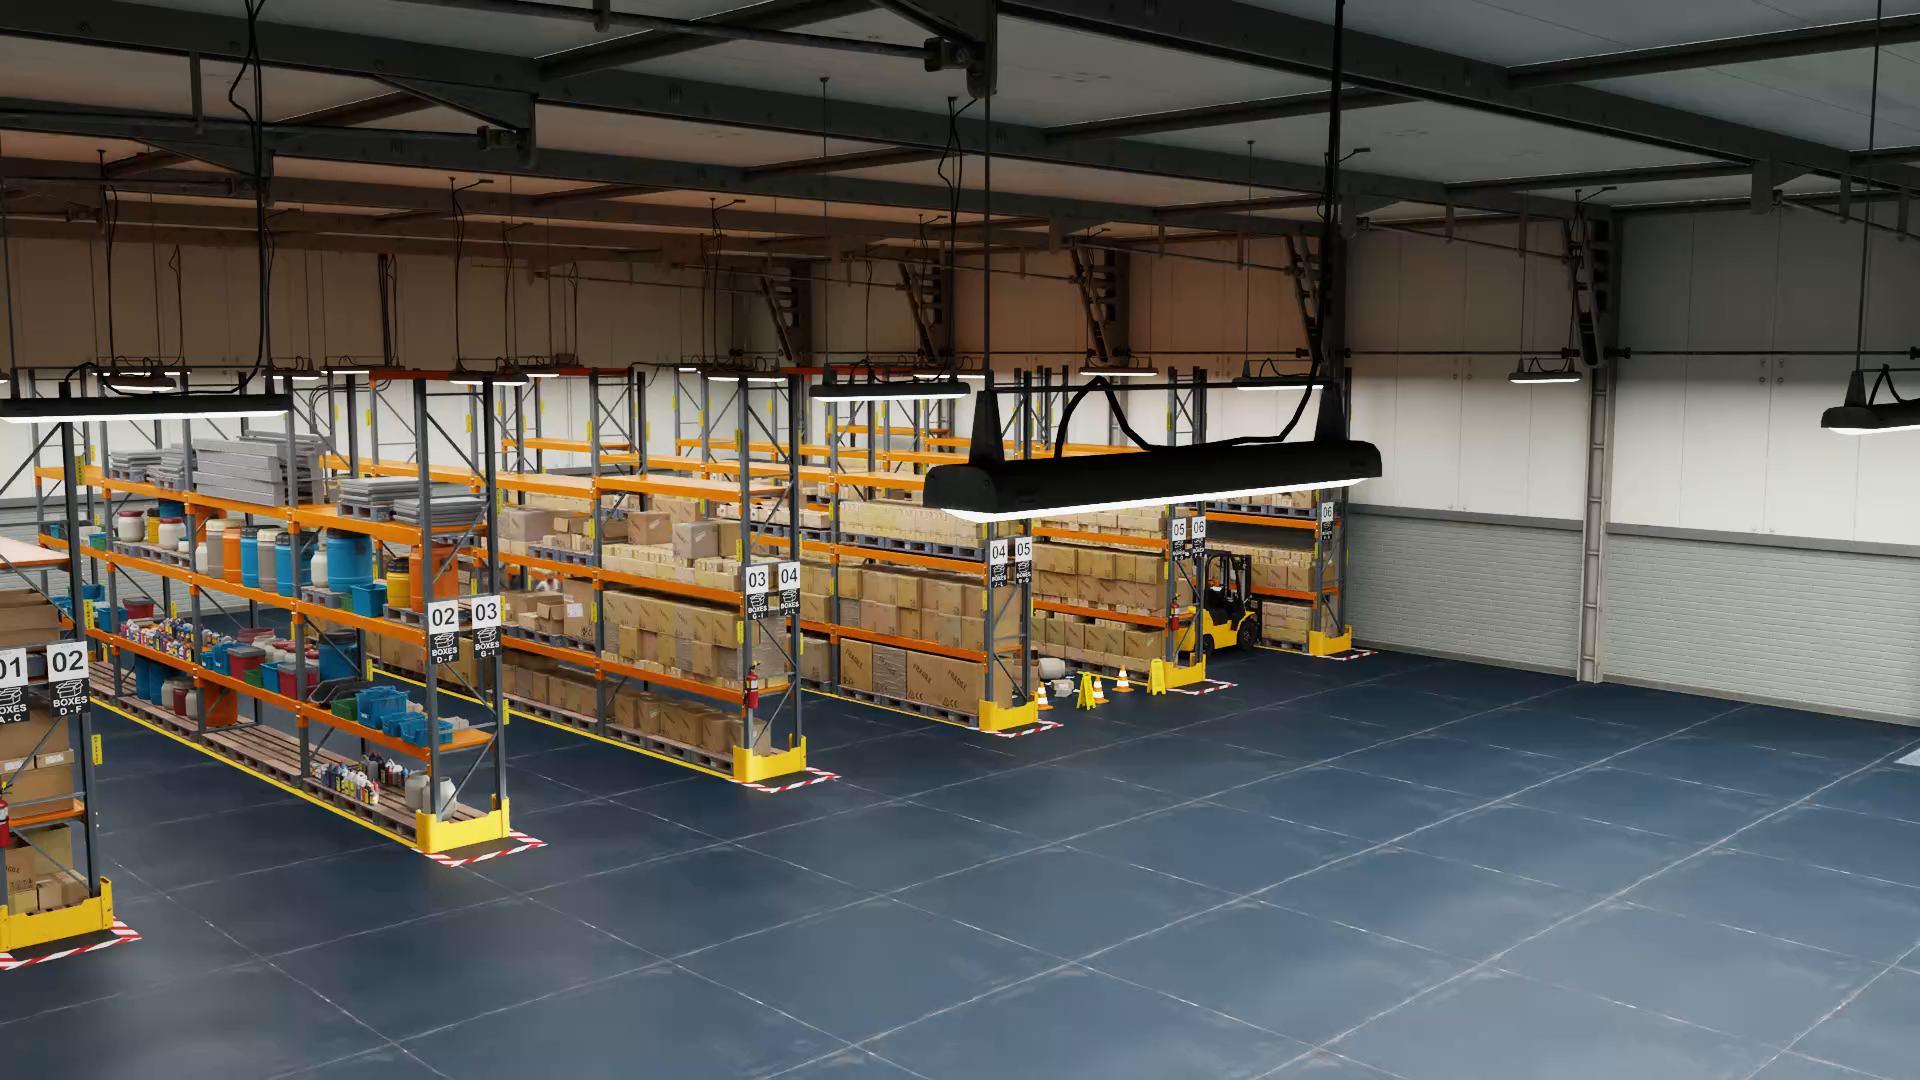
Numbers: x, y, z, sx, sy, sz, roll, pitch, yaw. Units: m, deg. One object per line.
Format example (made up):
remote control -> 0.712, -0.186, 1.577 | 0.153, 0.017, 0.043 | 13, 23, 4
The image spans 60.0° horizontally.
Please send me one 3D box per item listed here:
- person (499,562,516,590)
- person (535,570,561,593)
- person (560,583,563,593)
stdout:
person -> -11.112, 0.903, 40.762 | 0.865, 1.662, 0.713 | 0, 6, -4
person -> -8.864, 1.456, 35.761 | 0.729, 1.742, 0.692 | 6, 9, 42
person -> -9.858, 0.743, 41.978 | 0.796, 1.748, 0.700 | -6, 8, -40
